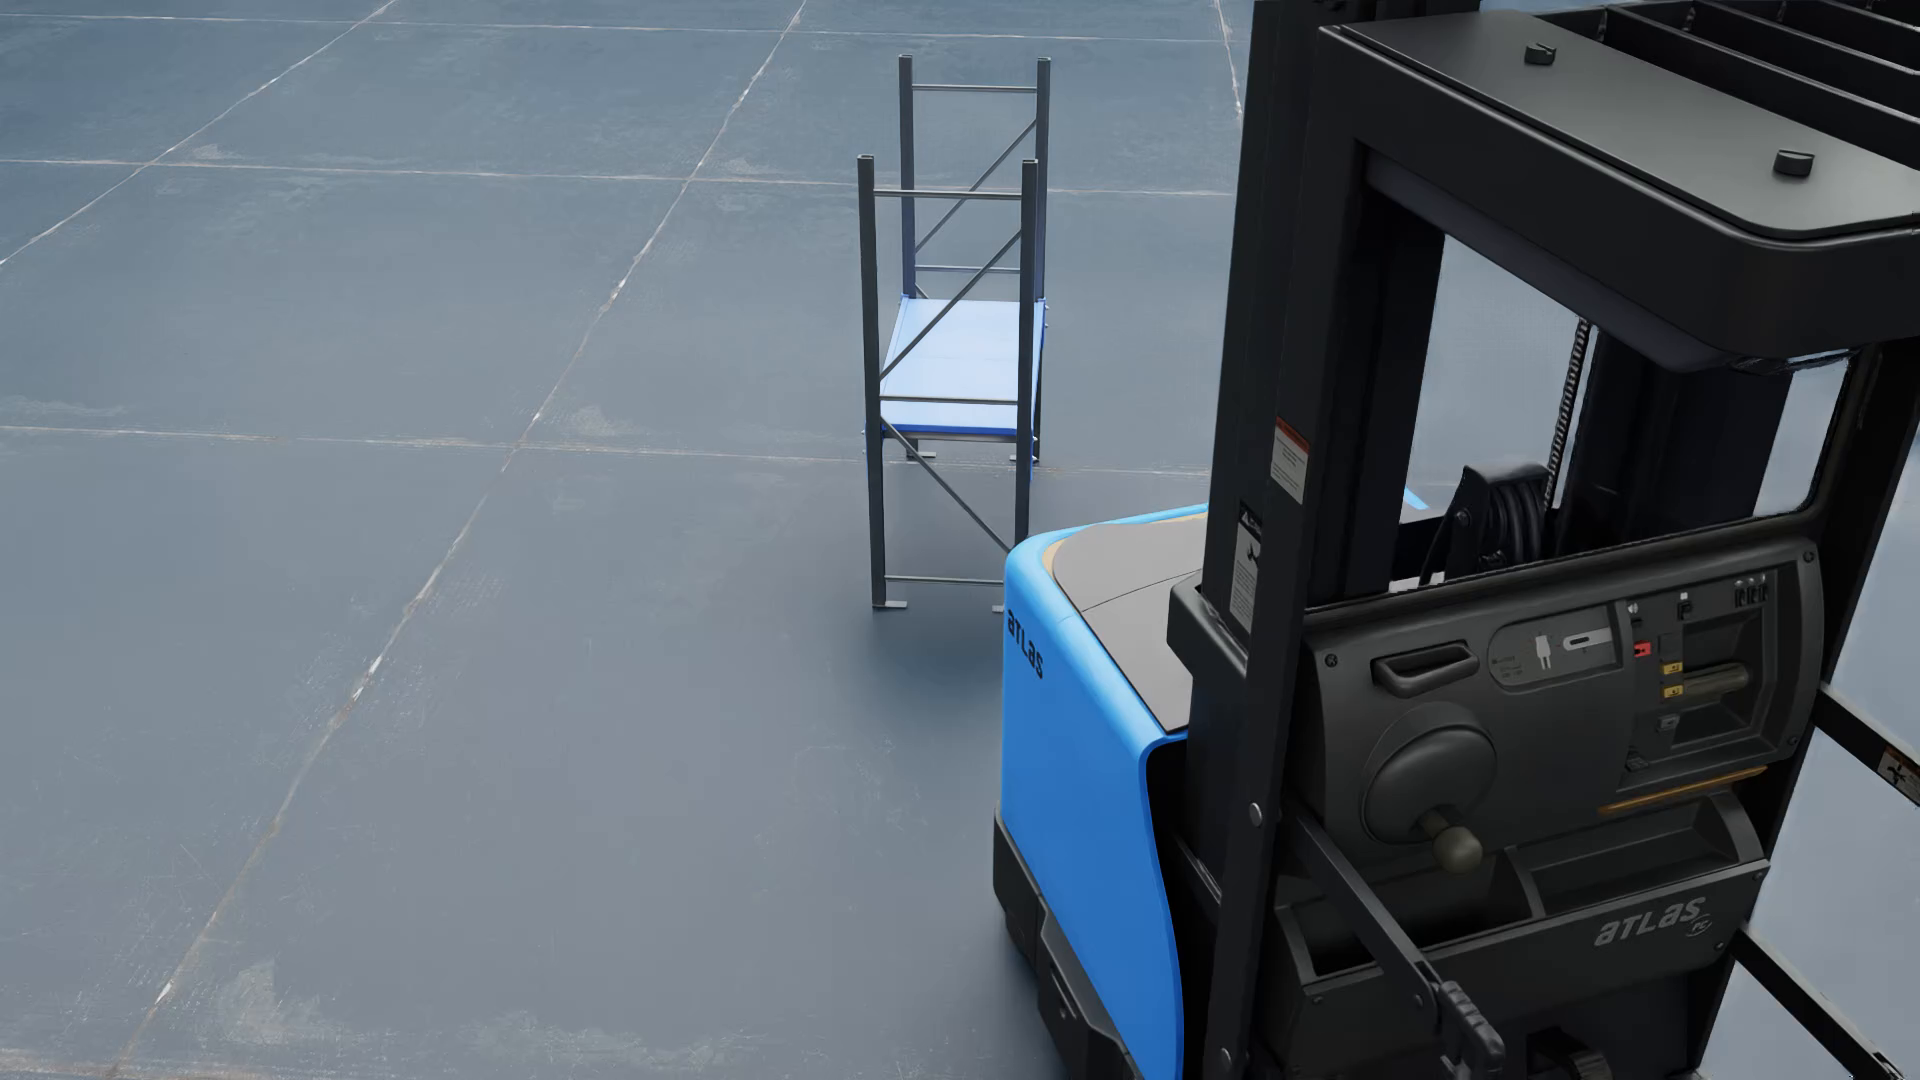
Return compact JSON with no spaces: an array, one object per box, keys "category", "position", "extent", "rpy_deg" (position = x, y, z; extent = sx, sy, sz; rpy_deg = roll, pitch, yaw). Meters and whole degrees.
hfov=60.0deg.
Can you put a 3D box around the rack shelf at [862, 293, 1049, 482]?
[{"category":"rack shelf","position":[0.007,-0.530,5.523],"extent":[0.538,0.185,1.000],"rpy_deg":[2,32,4]}]

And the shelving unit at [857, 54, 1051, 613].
[{"category":"shelving unit","position":[0.007,-0.683,5.429],"extent":[0.538,1.500,1.048],"rpy_deg":[2,32,4]}]

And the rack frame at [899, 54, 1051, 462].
[{"category":"rack frame","position":[0.048,-0.949,5.860],"extent":[0.500,1.500,0.032],"rpy_deg":[2,32,4]}]

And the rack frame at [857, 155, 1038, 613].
[{"category":"rack frame","position":[-0.034,-0.417,4.998],"extent":[0.500,1.500,0.032],"rpy_deg":[2,32,4]}]

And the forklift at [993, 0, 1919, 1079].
[{"category":"forklift","position":[1.046,0.310,2.454],"extent":[1.130,2.935,3.031],"rpy_deg":[-10,33,-16]}]
